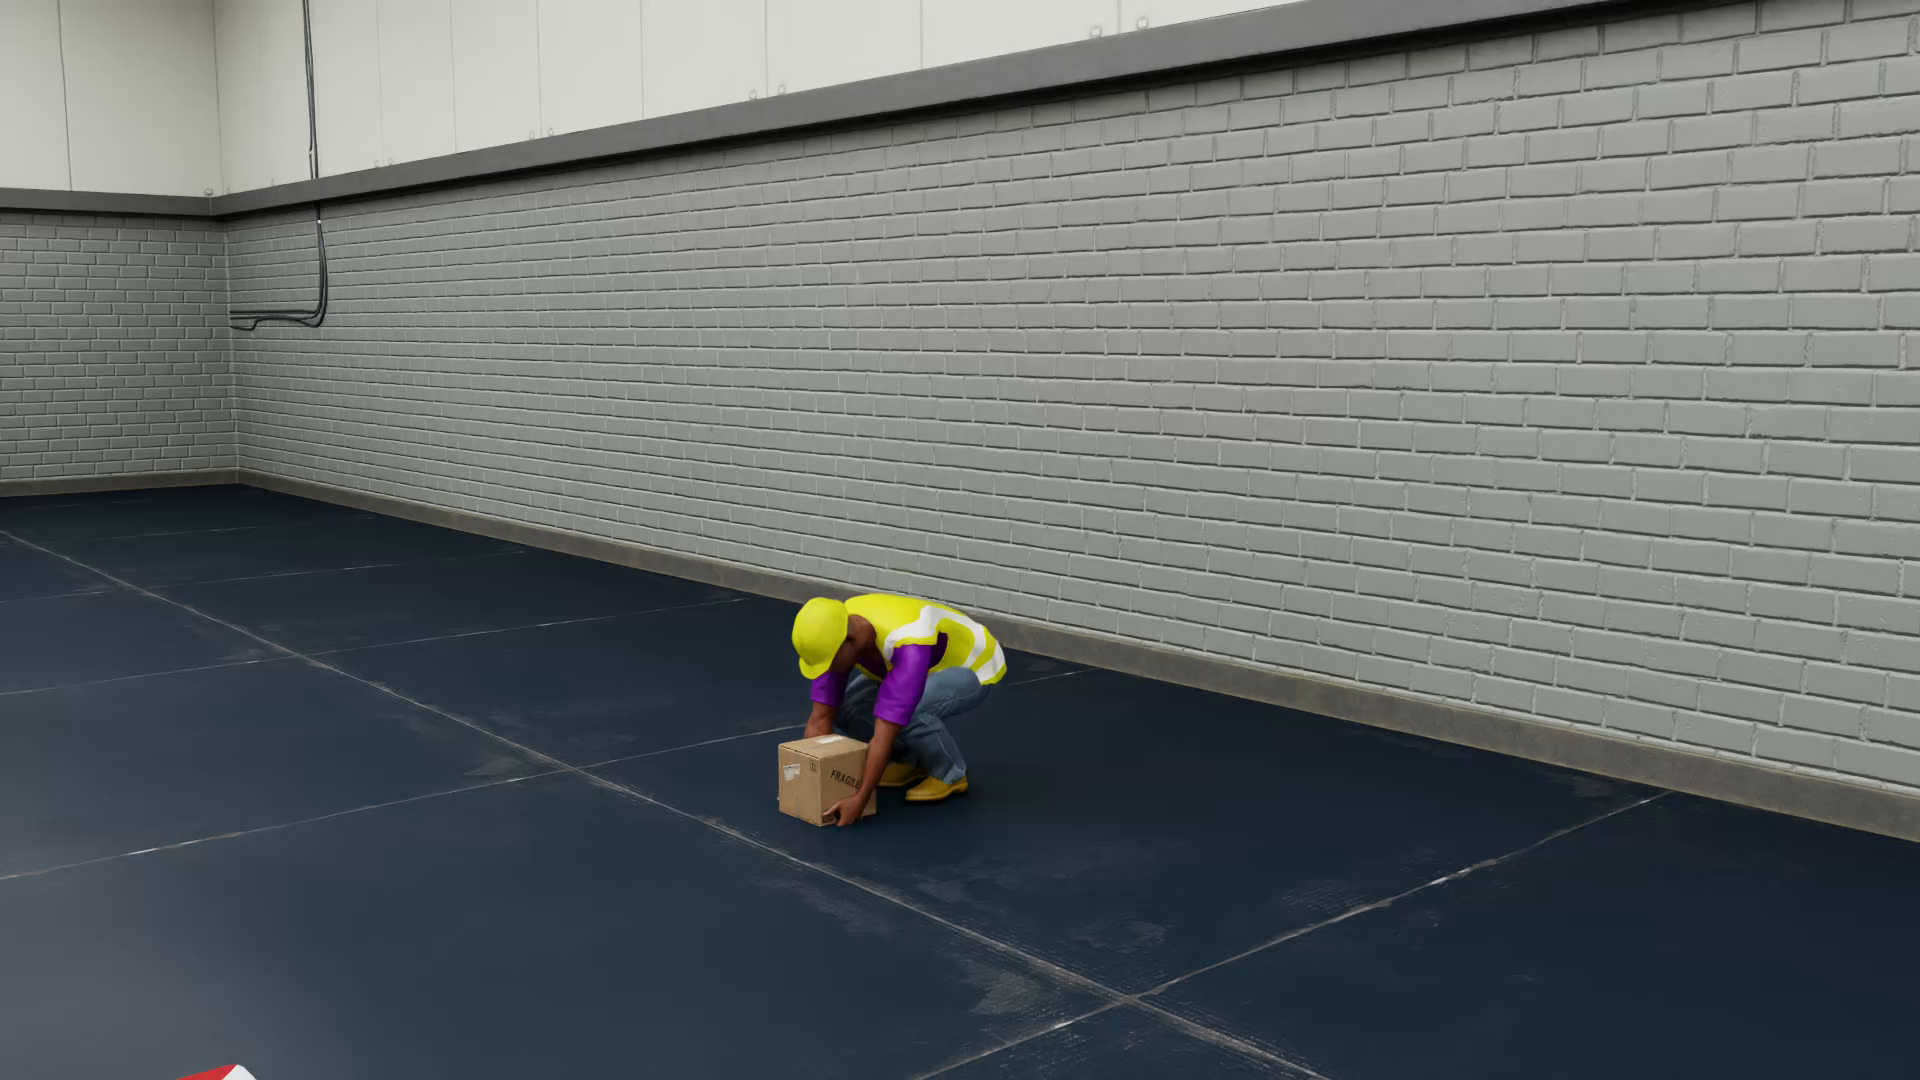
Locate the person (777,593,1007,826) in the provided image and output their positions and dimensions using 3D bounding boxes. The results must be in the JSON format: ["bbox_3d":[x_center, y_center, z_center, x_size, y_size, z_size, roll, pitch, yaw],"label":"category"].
[{"bbox_3d":[-0.234,0.595,6.112,0.943,0.863,0.537,-7,10,-42],"label":"person"}]
